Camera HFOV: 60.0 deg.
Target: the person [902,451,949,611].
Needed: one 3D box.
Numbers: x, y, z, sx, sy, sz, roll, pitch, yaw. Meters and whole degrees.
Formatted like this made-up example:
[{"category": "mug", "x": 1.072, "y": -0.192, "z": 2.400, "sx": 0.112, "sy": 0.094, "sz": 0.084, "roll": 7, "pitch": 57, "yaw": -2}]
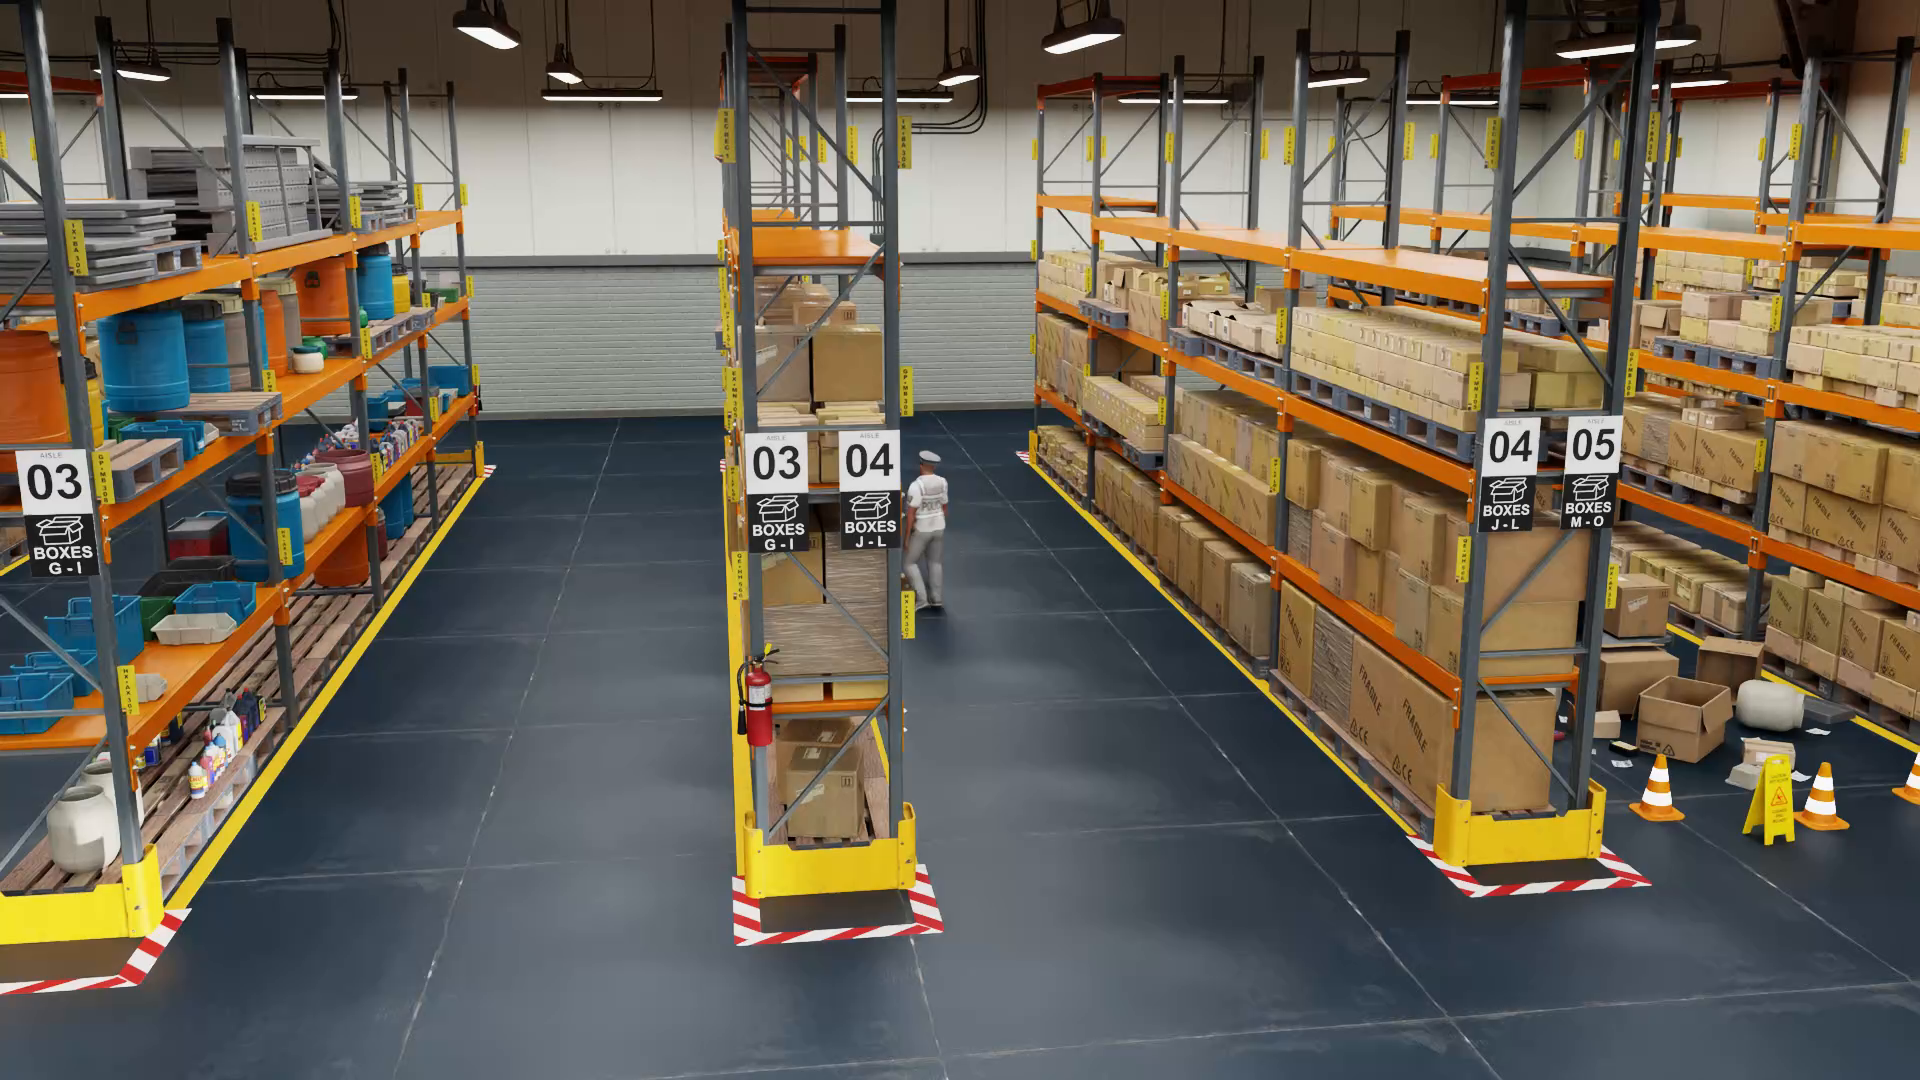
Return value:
[{"category": "person", "x": -0.412, "y": -0.090, "z": 18.295, "sx": 0.627, "sy": 1.779, "sz": 0.439, "roll": -12, "pitch": 18, "yaw": -41}]
